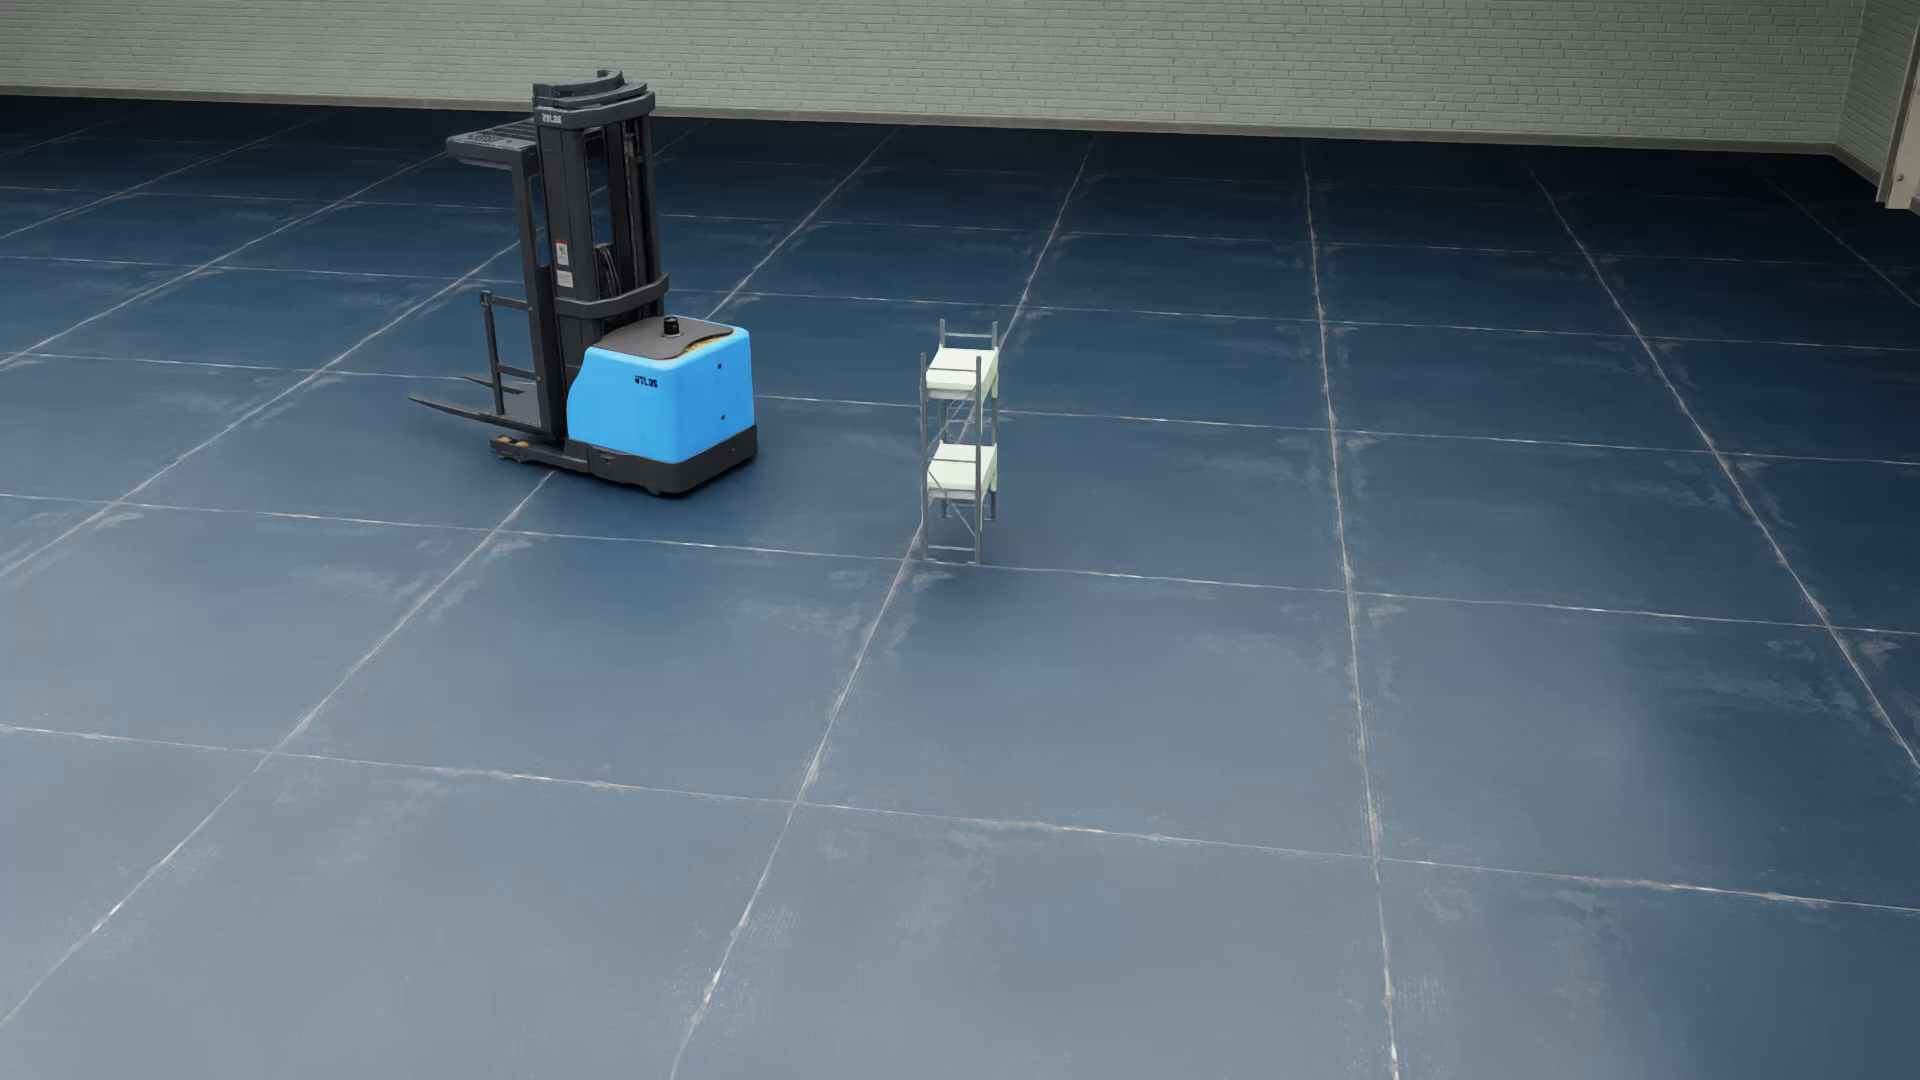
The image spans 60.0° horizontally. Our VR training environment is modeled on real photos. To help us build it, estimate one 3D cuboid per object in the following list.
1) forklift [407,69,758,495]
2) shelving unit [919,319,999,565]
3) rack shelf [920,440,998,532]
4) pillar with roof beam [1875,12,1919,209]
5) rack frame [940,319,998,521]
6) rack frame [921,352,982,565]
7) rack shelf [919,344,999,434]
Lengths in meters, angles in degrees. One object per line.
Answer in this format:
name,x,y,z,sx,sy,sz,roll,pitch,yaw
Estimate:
forklift,-3.124,-2.112,12.848,3.031,2.935,1.130,14,29,27
shelving unit,0.001,-0.682,11.482,0.431,1.500,0.755,4,25,9
rack shelf,0.001,-0.387,11.620,0.431,0.370,0.720,4,25,9
pillar with roof beam,7.381,-8.548,19.442,9.100,9.000,0.400,4,25,9
rack frame,0.061,-0.835,11.809,0.400,1.500,0.023,4,25,9
rack frame,-0.059,-0.529,11.155,0.400,1.500,0.023,4,25,9
rack shelf,0.001,-1.036,11.317,0.431,0.370,0.720,4,25,9
